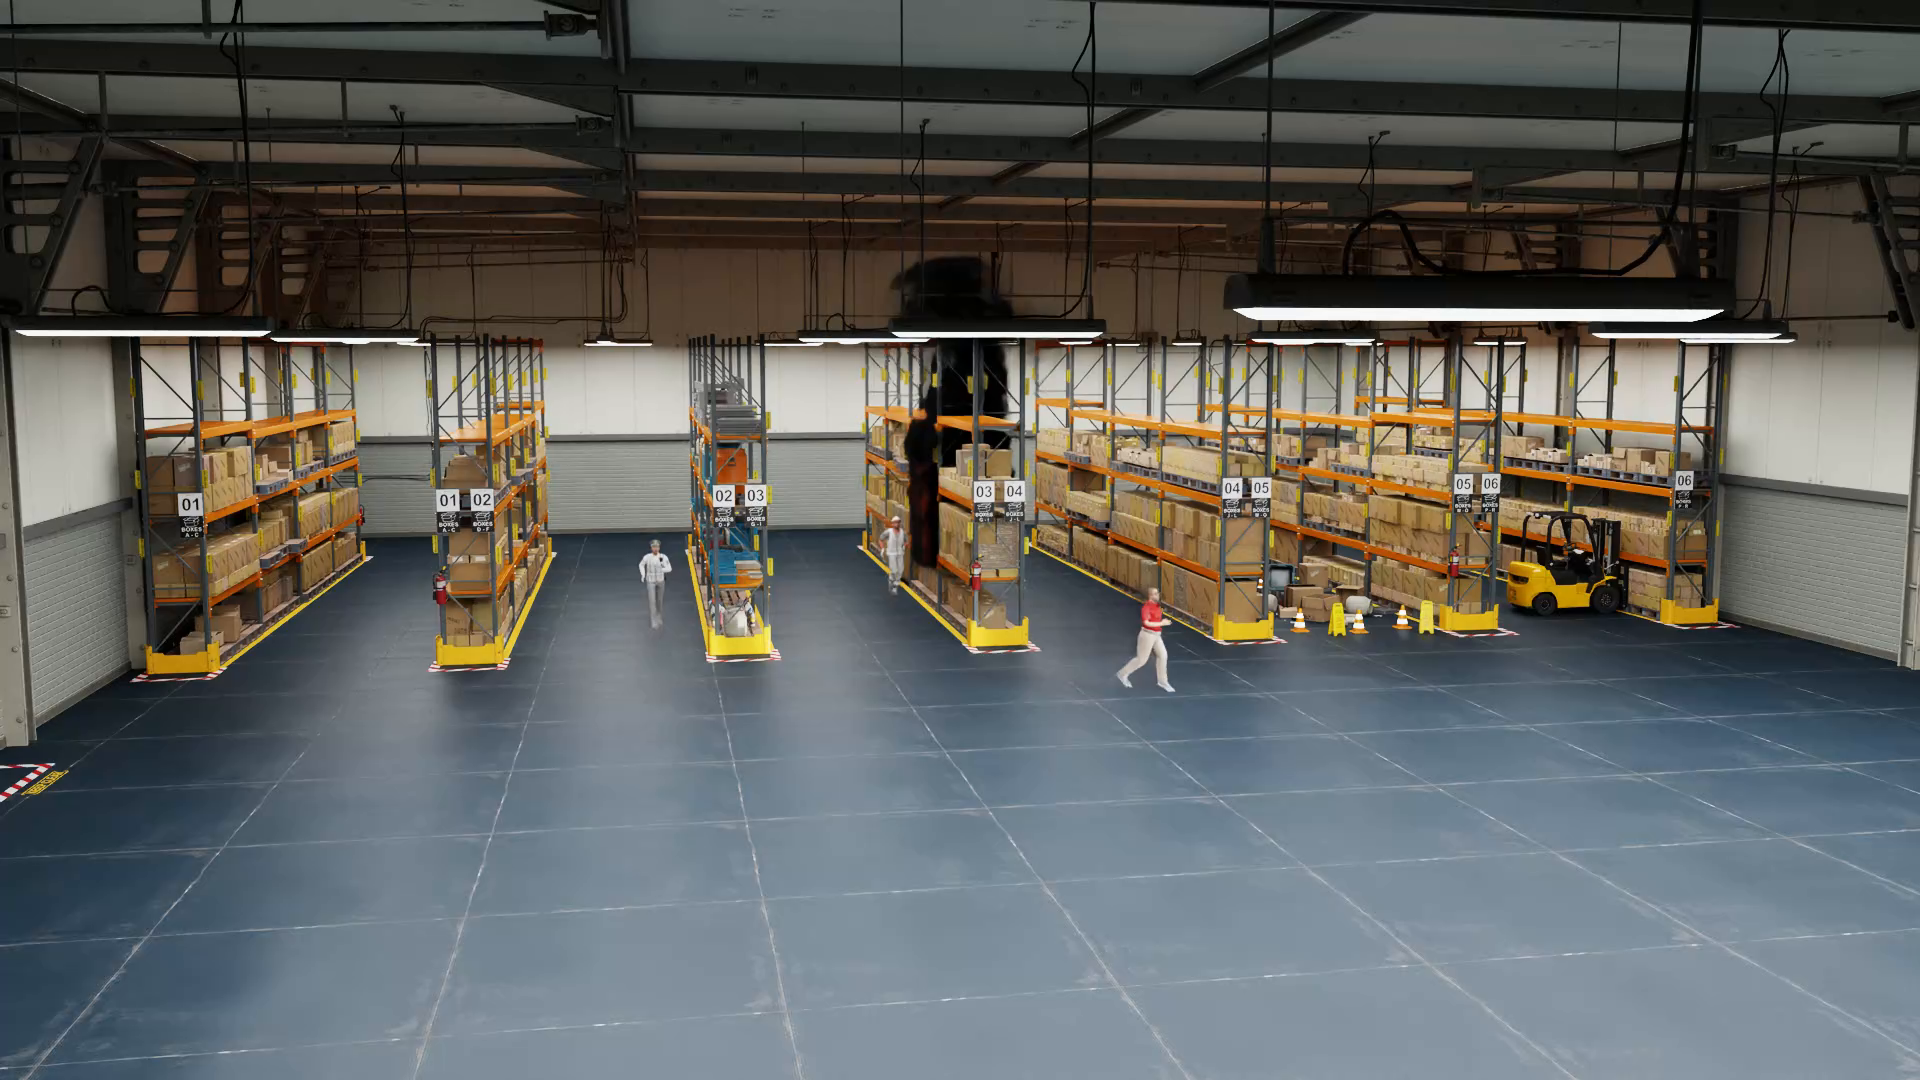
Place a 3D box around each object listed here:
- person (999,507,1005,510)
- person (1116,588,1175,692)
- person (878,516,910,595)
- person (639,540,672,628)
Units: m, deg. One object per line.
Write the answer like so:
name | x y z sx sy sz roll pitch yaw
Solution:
person | 1.097 -0.598 47.654 0.688 1.756 0.528 1 7 11
person | 3.145 1.674 27.975 0.964 1.766 0.671 3 7 26
person | -1.409 0.363 36.666 0.661 1.759 0.576 -3 7 -21
person | -5.958 0.854 32.600 0.611 1.731 0.857 -2 7 -14
